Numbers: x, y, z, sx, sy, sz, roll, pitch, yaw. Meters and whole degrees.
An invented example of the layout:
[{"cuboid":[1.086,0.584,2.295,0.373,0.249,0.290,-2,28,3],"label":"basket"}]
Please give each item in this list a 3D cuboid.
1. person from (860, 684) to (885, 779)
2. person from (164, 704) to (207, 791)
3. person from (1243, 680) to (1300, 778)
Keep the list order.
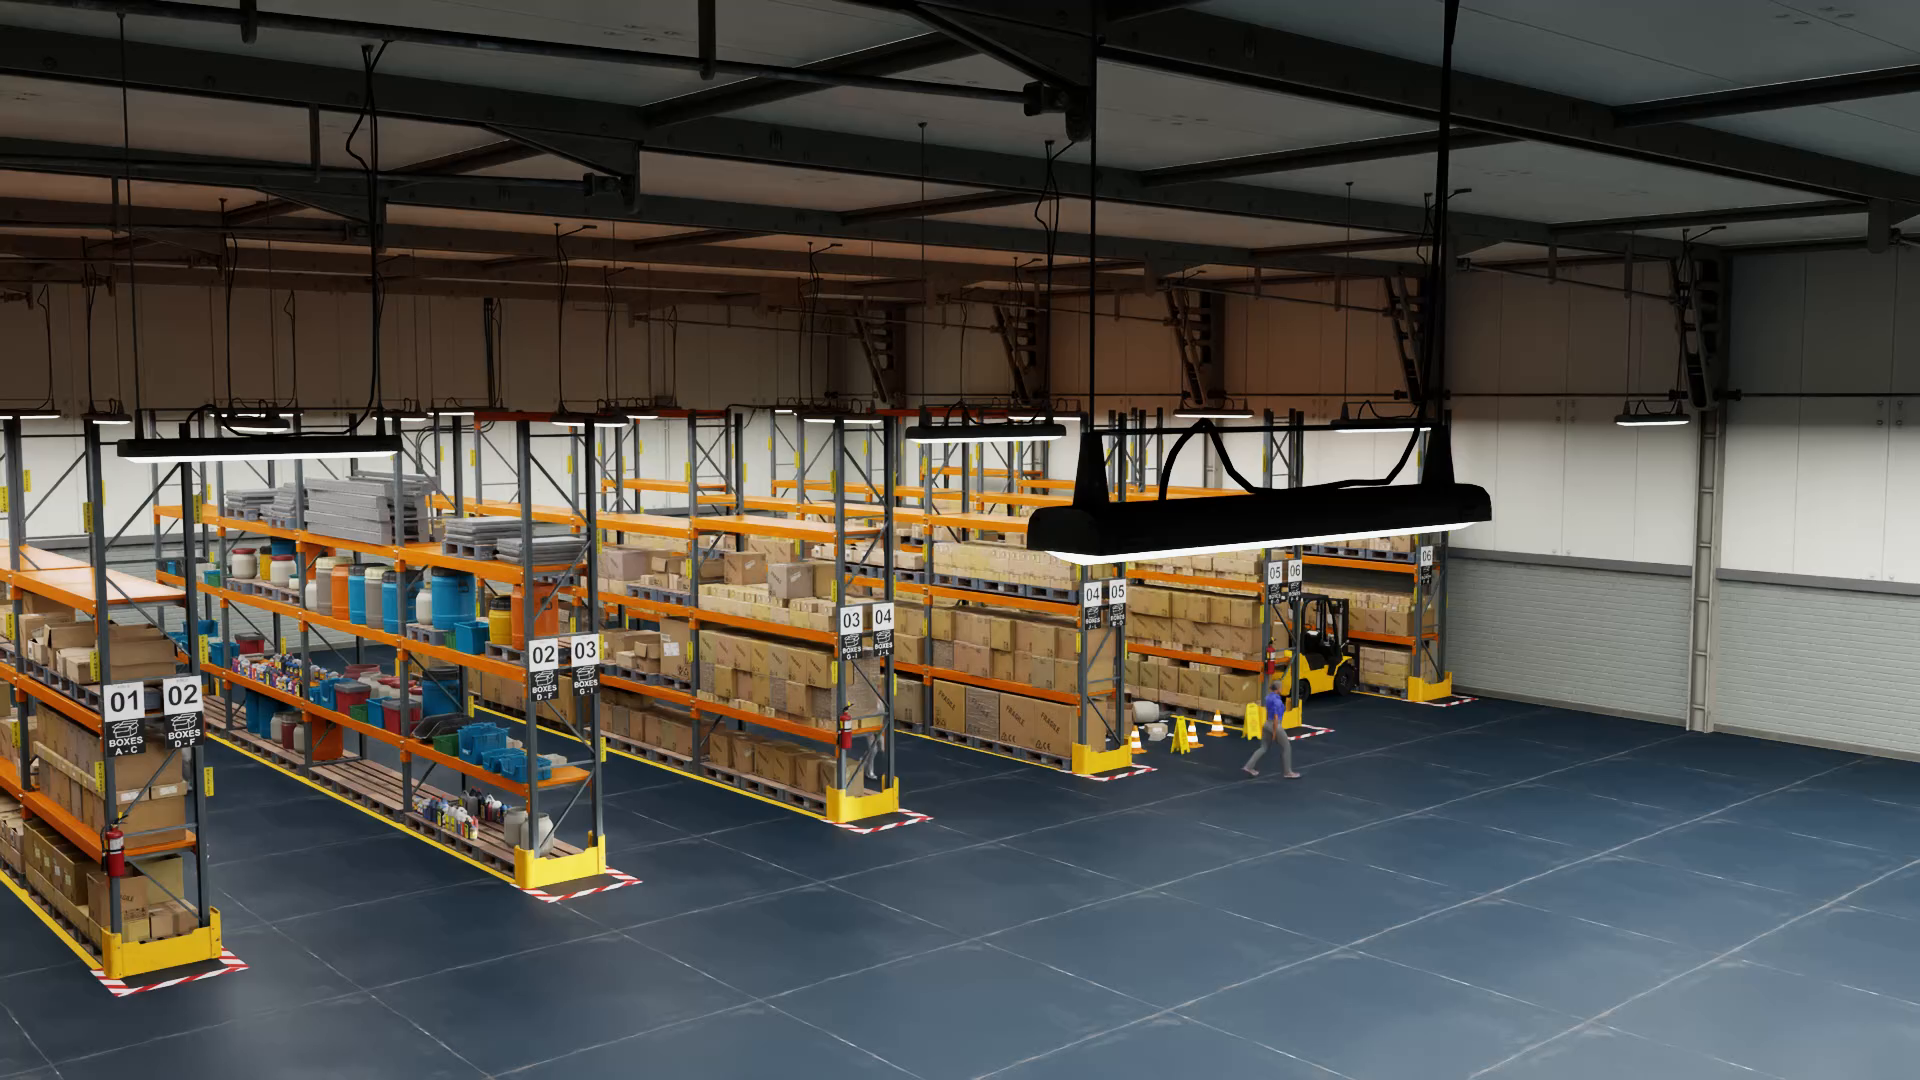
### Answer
[{"cuboid":[-1.484,3.142,27.522,0.475,1.582,0.501,4,7,40],"label":"person"},{"cuboid":[-12.456,3.125,26.701,0.656,1.743,0.659,3,6,34],"label":"person"},{"cuboid":[5.153,3.110,27.448,0.854,1.620,0.474,-2,5,-20],"label":"person"}]
